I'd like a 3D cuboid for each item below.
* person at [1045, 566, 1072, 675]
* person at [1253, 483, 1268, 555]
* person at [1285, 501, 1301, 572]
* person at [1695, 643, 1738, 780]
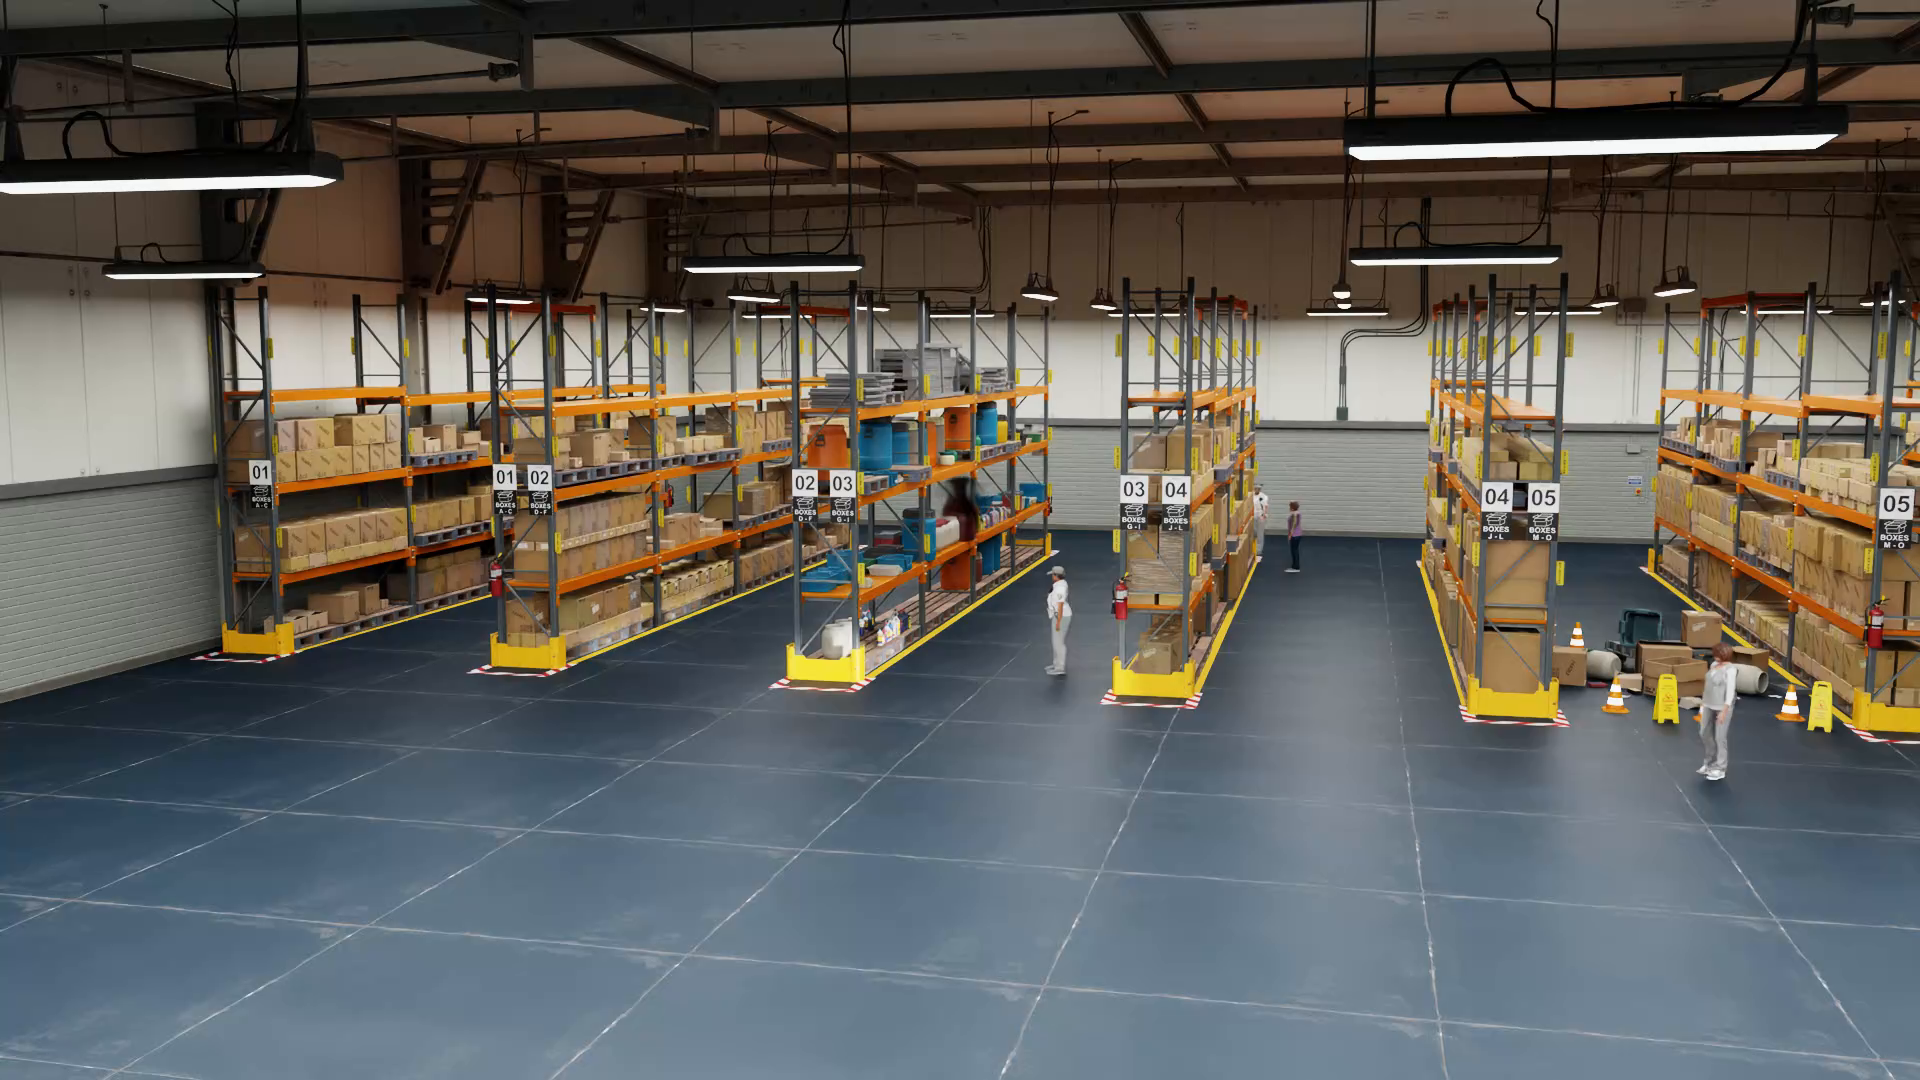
[{"bbox_3d":[1.525,1.224,25.698,0.427,1.667,0.519,1,7,6],"label":"person"},{"bbox_3d":[7.117,-0.482,40.385,0.646,1.826,0.596,-6,9,-41],"label":"person"},{"bbox_3d":[7.465,-0.070,37.206,0.345,1.606,0.422,2,7,15],"label":"person"},{"bbox_3d":[8.827,2.002,19.428,0.355,1.642,0.515,-2,7,-19],"label":"person"}]
